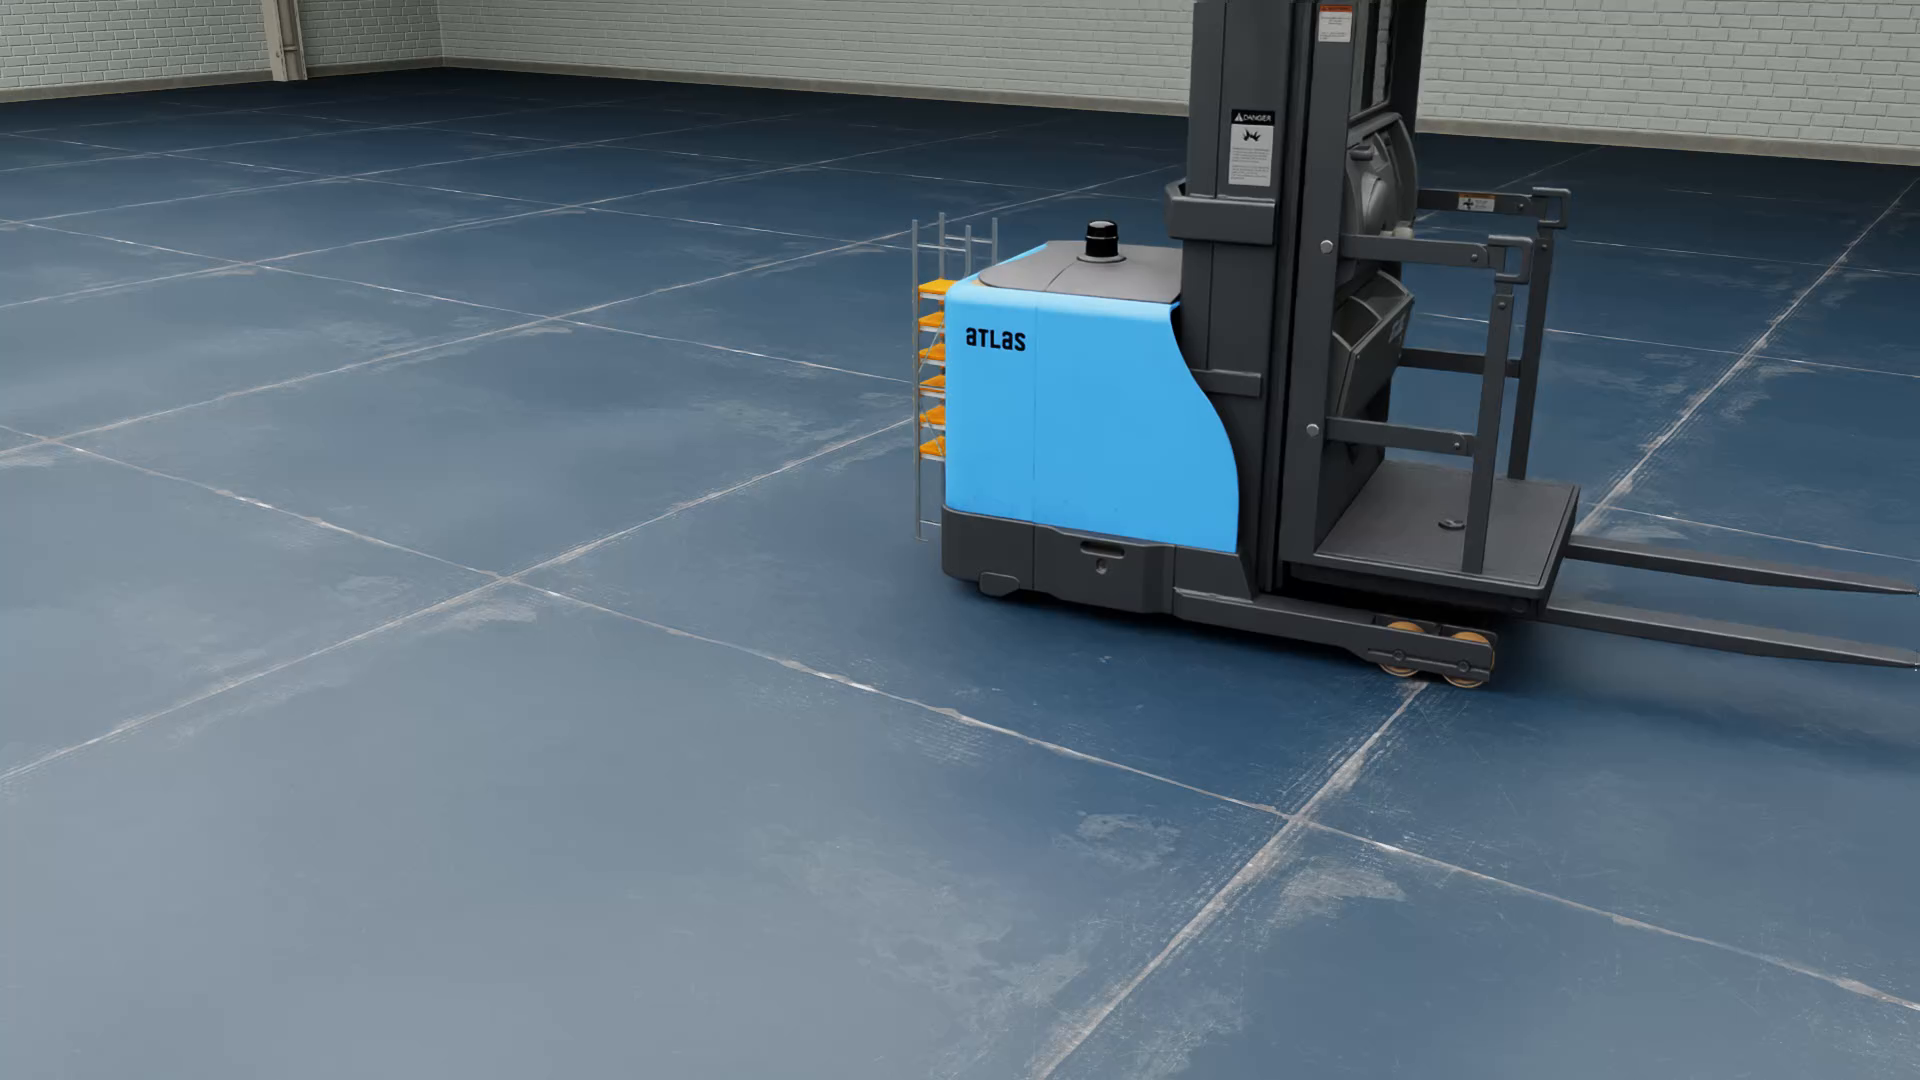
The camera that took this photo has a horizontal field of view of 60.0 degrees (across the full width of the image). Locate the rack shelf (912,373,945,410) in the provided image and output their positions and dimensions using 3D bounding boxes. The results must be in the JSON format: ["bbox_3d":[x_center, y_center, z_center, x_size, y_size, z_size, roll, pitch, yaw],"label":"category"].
[{"bbox_3d":[-0.017,-0.527,6.089,0.258,0.103,0.180,12,23,29],"label":"rack shelf"}]

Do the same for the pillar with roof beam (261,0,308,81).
[{"bbox_3d":[-6.455,-10.258,21.027,9.100,9.000,0.400,13,24,32],"label":"pillar with roof beam"}]

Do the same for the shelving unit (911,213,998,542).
[{"bbox_3d":[-0.017,-0.569,6.074,0.258,1.200,0.189,12,23,29],"label":"shelving unit"}]

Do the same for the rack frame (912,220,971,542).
[{"bbox_3d":[-0.065,-0.542,6.000,0.240,1.200,0.006,12,23,29],"label":"rack frame"}]

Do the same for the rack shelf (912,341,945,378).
[{"bbox_3d":[-0.017,-0.640,6.048,0.258,0.103,0.180,12,23,29],"label":"rack shelf"}]

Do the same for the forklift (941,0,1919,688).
[{"bbox_3d":[1.496,-1.135,5.109,3.031,2.935,1.130,9,22,23],"label":"forklift"}]

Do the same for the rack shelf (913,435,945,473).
[{"bbox_3d":[-0.017,-0.302,6.172,0.258,0.103,0.180,12,23,29],"label":"rack shelf"}]

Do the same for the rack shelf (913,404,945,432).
[{"bbox_3d":[-0.017,-0.415,6.131,0.258,0.103,0.180,12,23,29],"label":"rack shelf"}]

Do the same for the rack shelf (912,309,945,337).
[{"bbox_3d":[-0.017,-0.752,6.006,0.258,0.103,0.180,12,23,29],"label":"rack shelf"}]

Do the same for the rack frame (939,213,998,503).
[{"bbox_3d":[0.030,-0.596,6.147,0.240,1.200,0.006,12,23,29],"label":"rack frame"}]

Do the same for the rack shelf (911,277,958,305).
[{"bbox_3d":[-0.017,-0.865,5.964,0.258,0.103,0.180,12,23,29],"label":"rack shelf"}]
